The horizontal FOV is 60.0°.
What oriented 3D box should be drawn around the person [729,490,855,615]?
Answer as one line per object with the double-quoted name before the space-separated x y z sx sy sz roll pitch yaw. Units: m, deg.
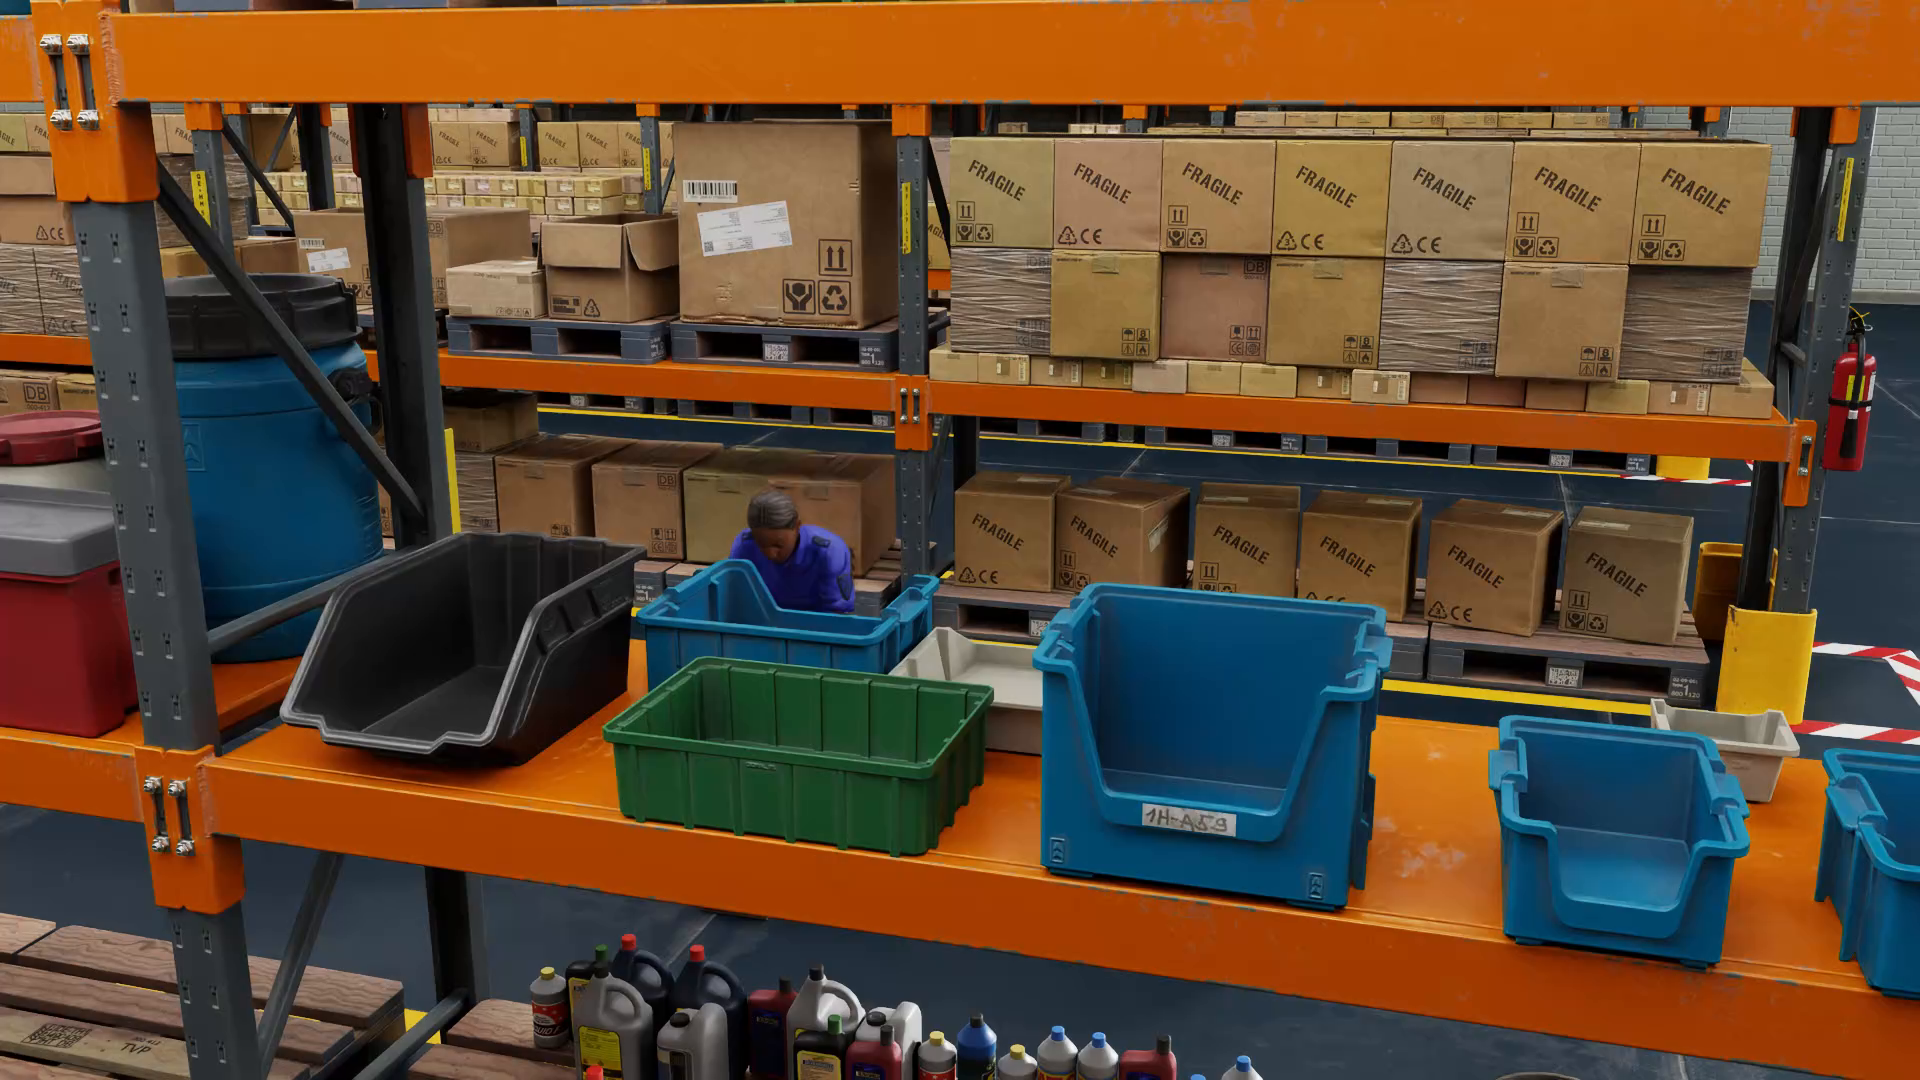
"person" -0.568 0.455 5.886 0.495 1.388 0.617 5 16 16
